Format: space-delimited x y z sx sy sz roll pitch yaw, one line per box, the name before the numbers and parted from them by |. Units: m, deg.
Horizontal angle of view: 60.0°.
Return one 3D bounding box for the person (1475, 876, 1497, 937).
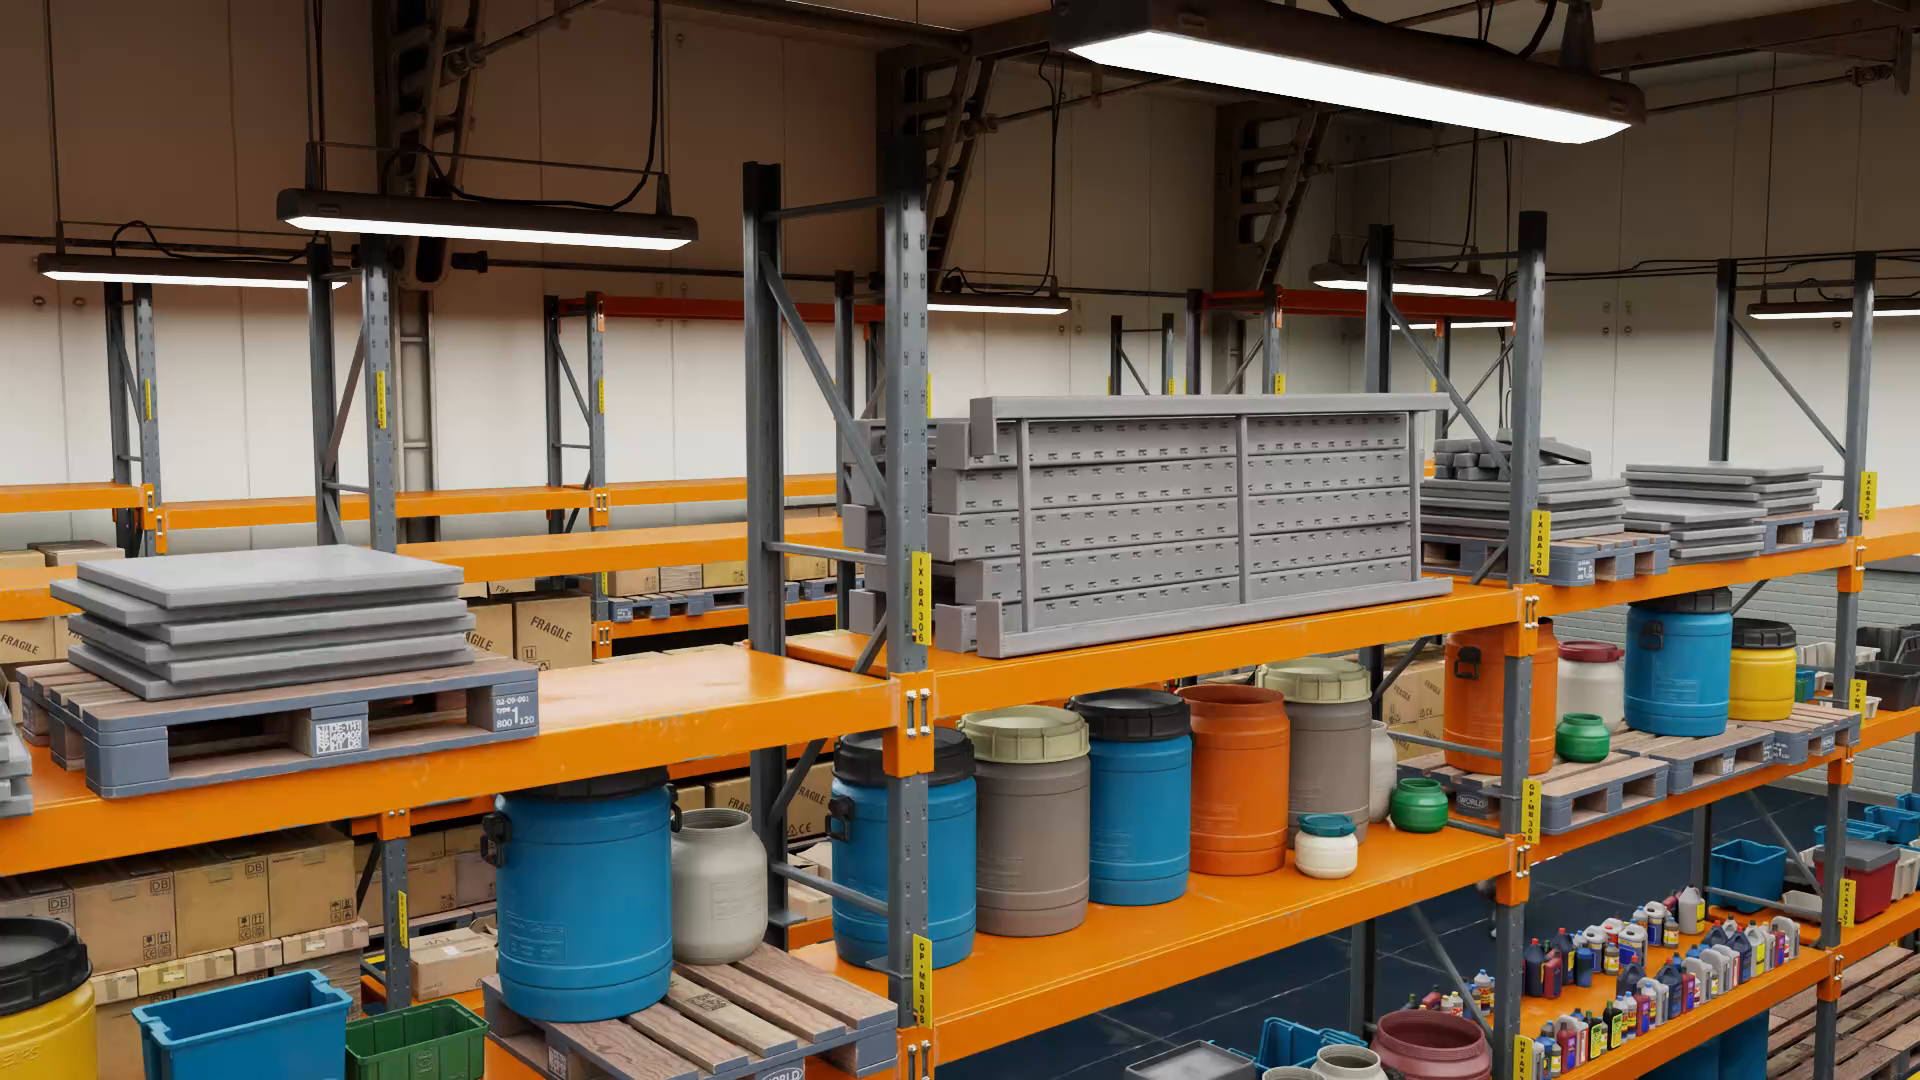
person | 5.037 2.825 15.367 0.639 1.725 0.576 5 7 42
